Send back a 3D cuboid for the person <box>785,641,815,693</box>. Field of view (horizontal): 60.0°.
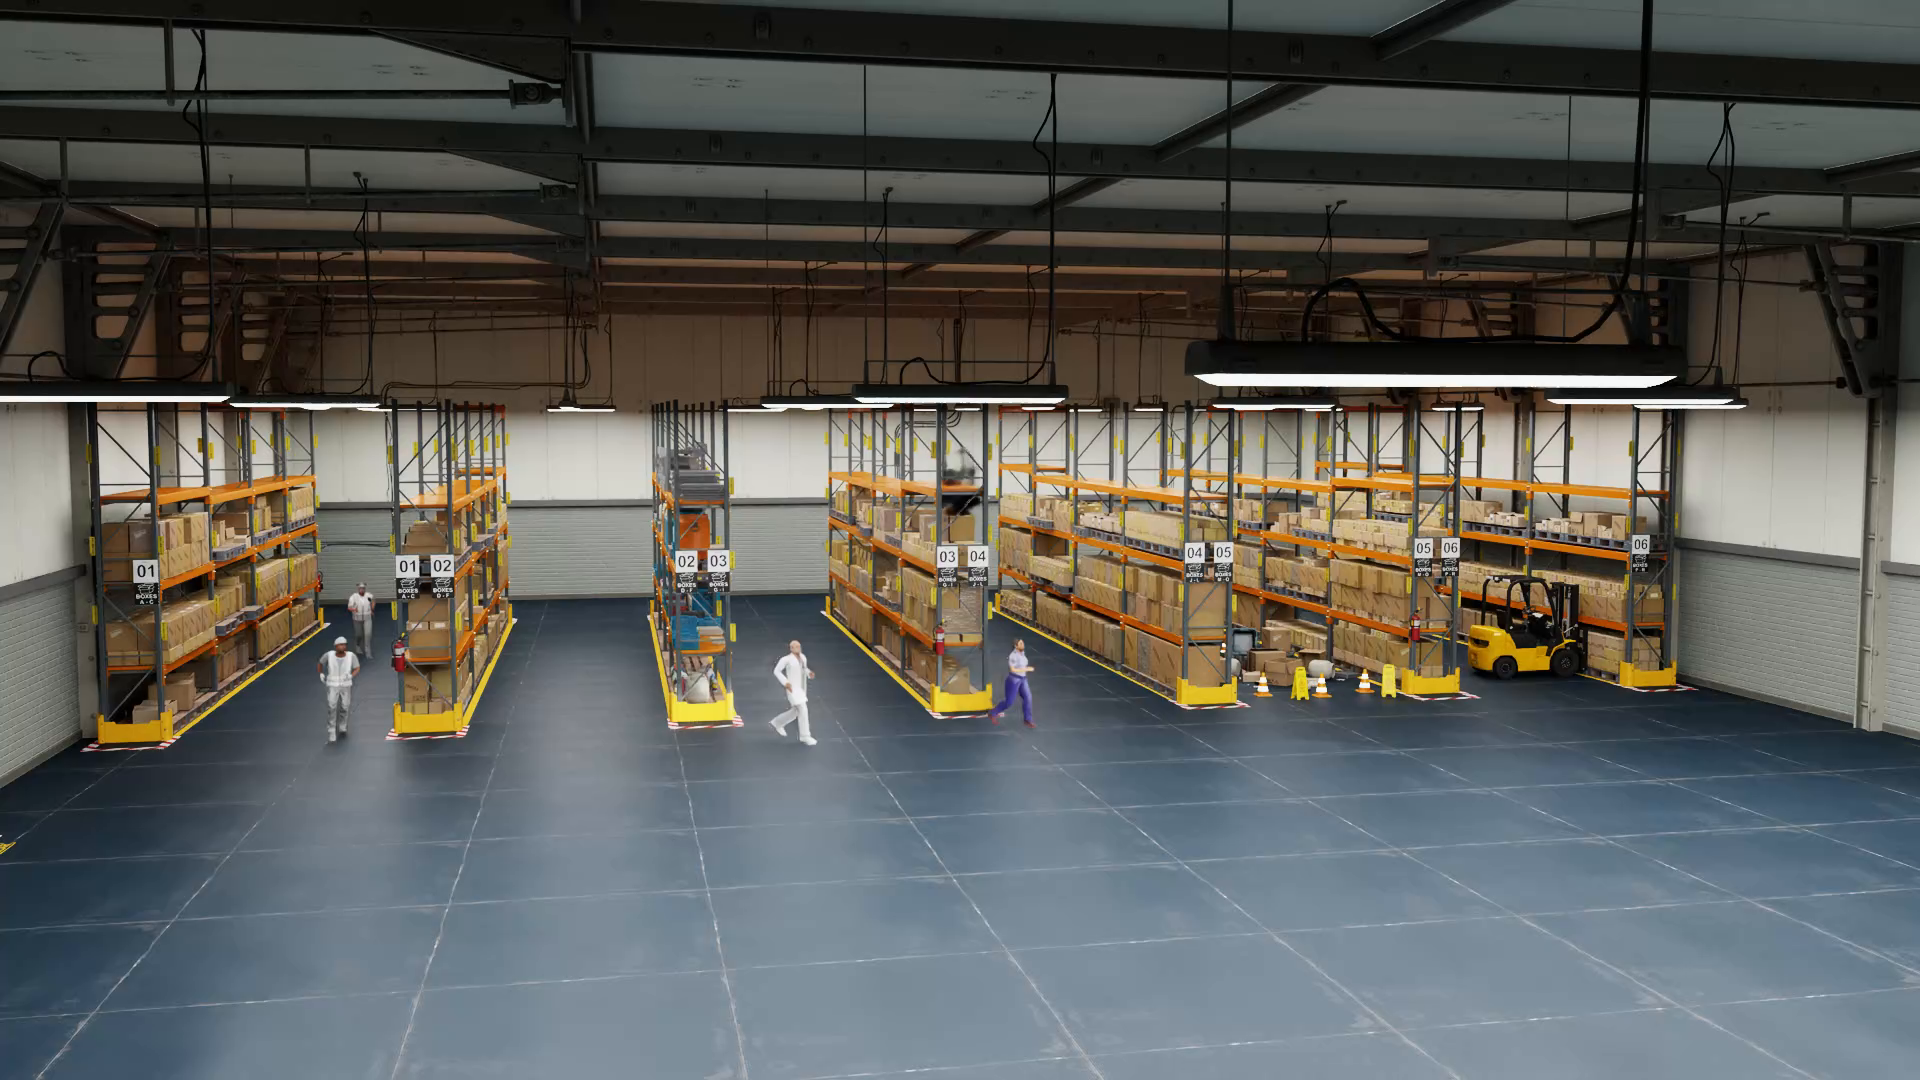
[{"bbox_3d":[-2.821,2.201,29.023,0.583,0.897,0.658,2,5,29],"label":"person"}]

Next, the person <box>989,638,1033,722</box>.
[{"bbox_3d":[0.980,2.553,30.351,0.843,1.534,0.615,2,5,25],"label":"person"}]

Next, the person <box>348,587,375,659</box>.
[{"bbox_3d":[-14.128,1.895,39.296,0.631,1.734,0.968,-2,5,-25],"label":"person"}]

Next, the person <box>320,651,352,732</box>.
[{"bbox_3d":[-11.037,2.666,29.484,0.559,1.406,0.718,-2,5,-27],"label":"person"}]
